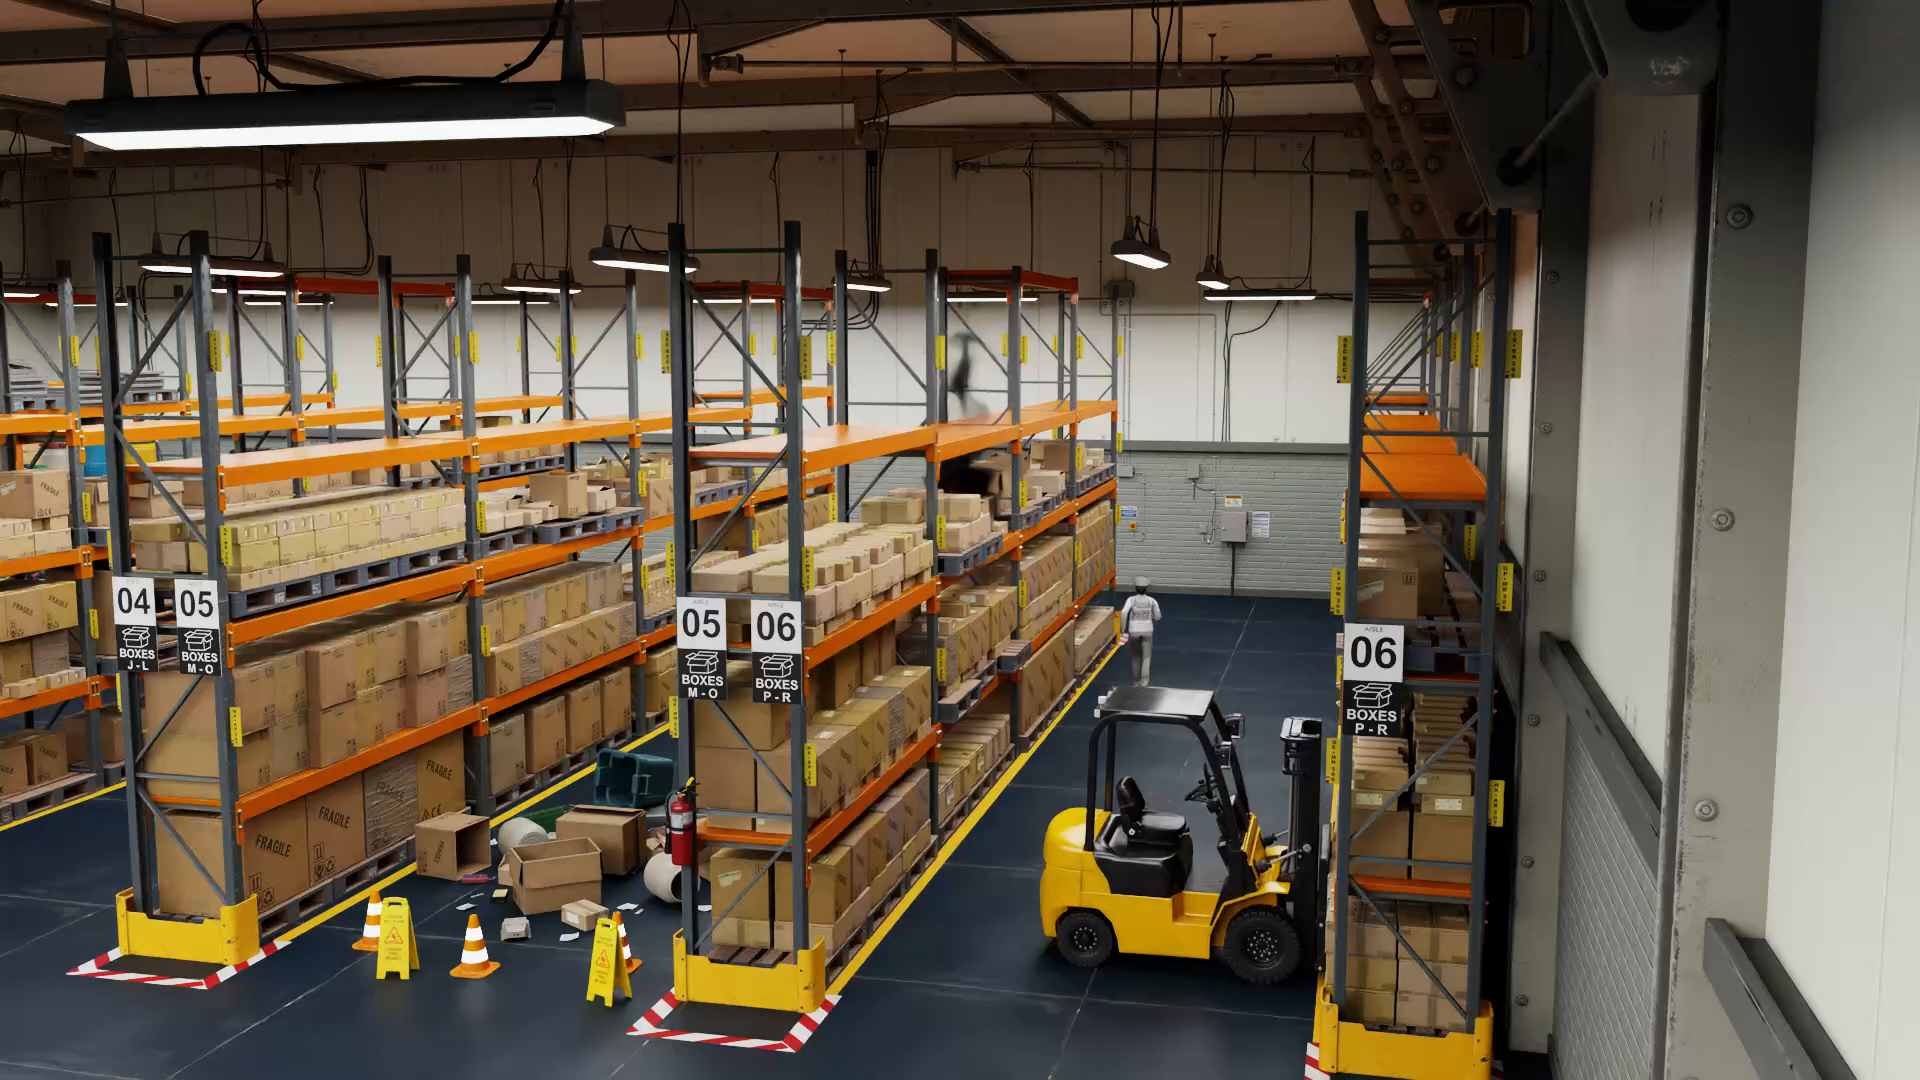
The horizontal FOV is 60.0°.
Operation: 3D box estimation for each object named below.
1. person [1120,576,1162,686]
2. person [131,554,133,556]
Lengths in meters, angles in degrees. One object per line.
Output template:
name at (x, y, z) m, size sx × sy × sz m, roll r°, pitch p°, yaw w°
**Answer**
person at (2.607, 1.385, 23.982) m, size 0.598 × 1.697 × 0.919 m, roll 1°, pitch 7°, yaw 6°
person at (-17.234, 0.141, 34.432) m, size 0.849 × 1.703 × 0.583 m, roll 5°, pitch 9°, yaw 36°
